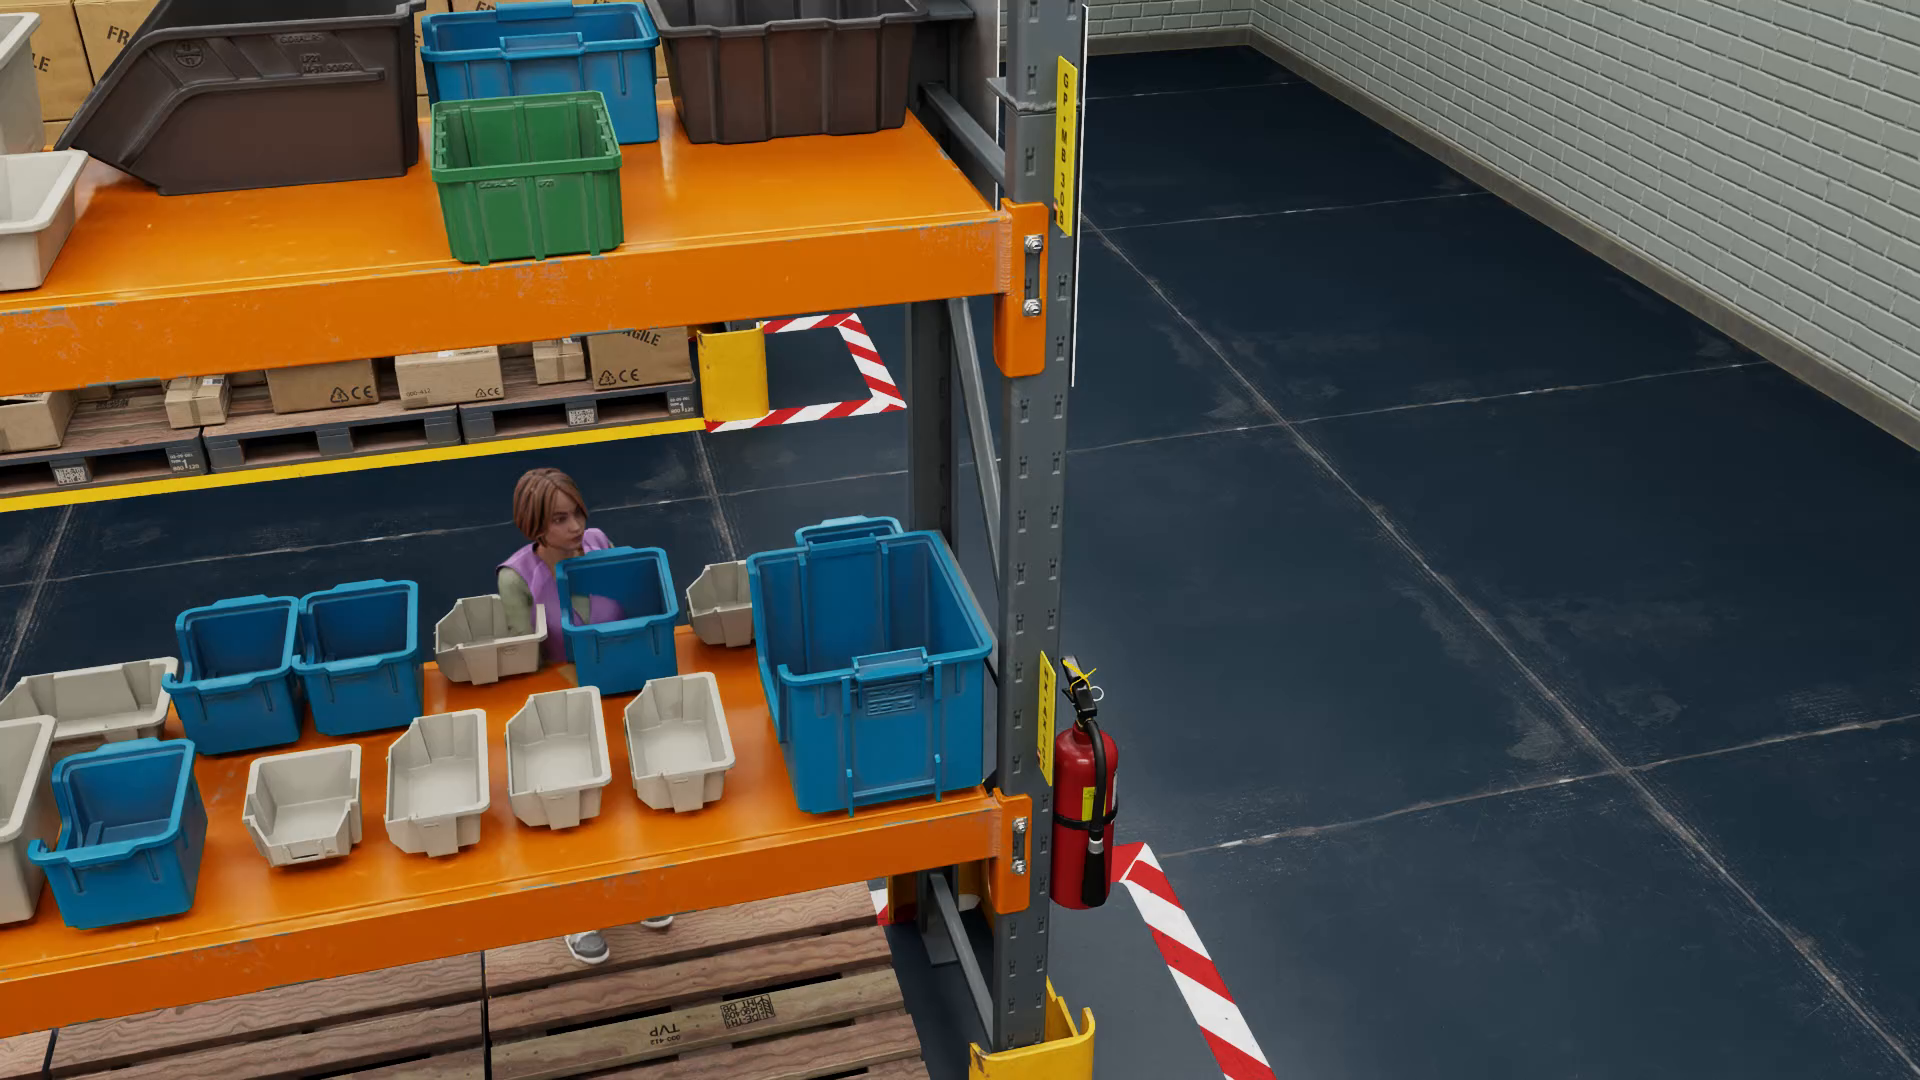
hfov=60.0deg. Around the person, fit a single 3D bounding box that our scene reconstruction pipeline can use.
[{"bbox_3d":[-1.047,0.544,4.812,0.425,1.596,0.490,-25,39,-36],"label":"person"}]
